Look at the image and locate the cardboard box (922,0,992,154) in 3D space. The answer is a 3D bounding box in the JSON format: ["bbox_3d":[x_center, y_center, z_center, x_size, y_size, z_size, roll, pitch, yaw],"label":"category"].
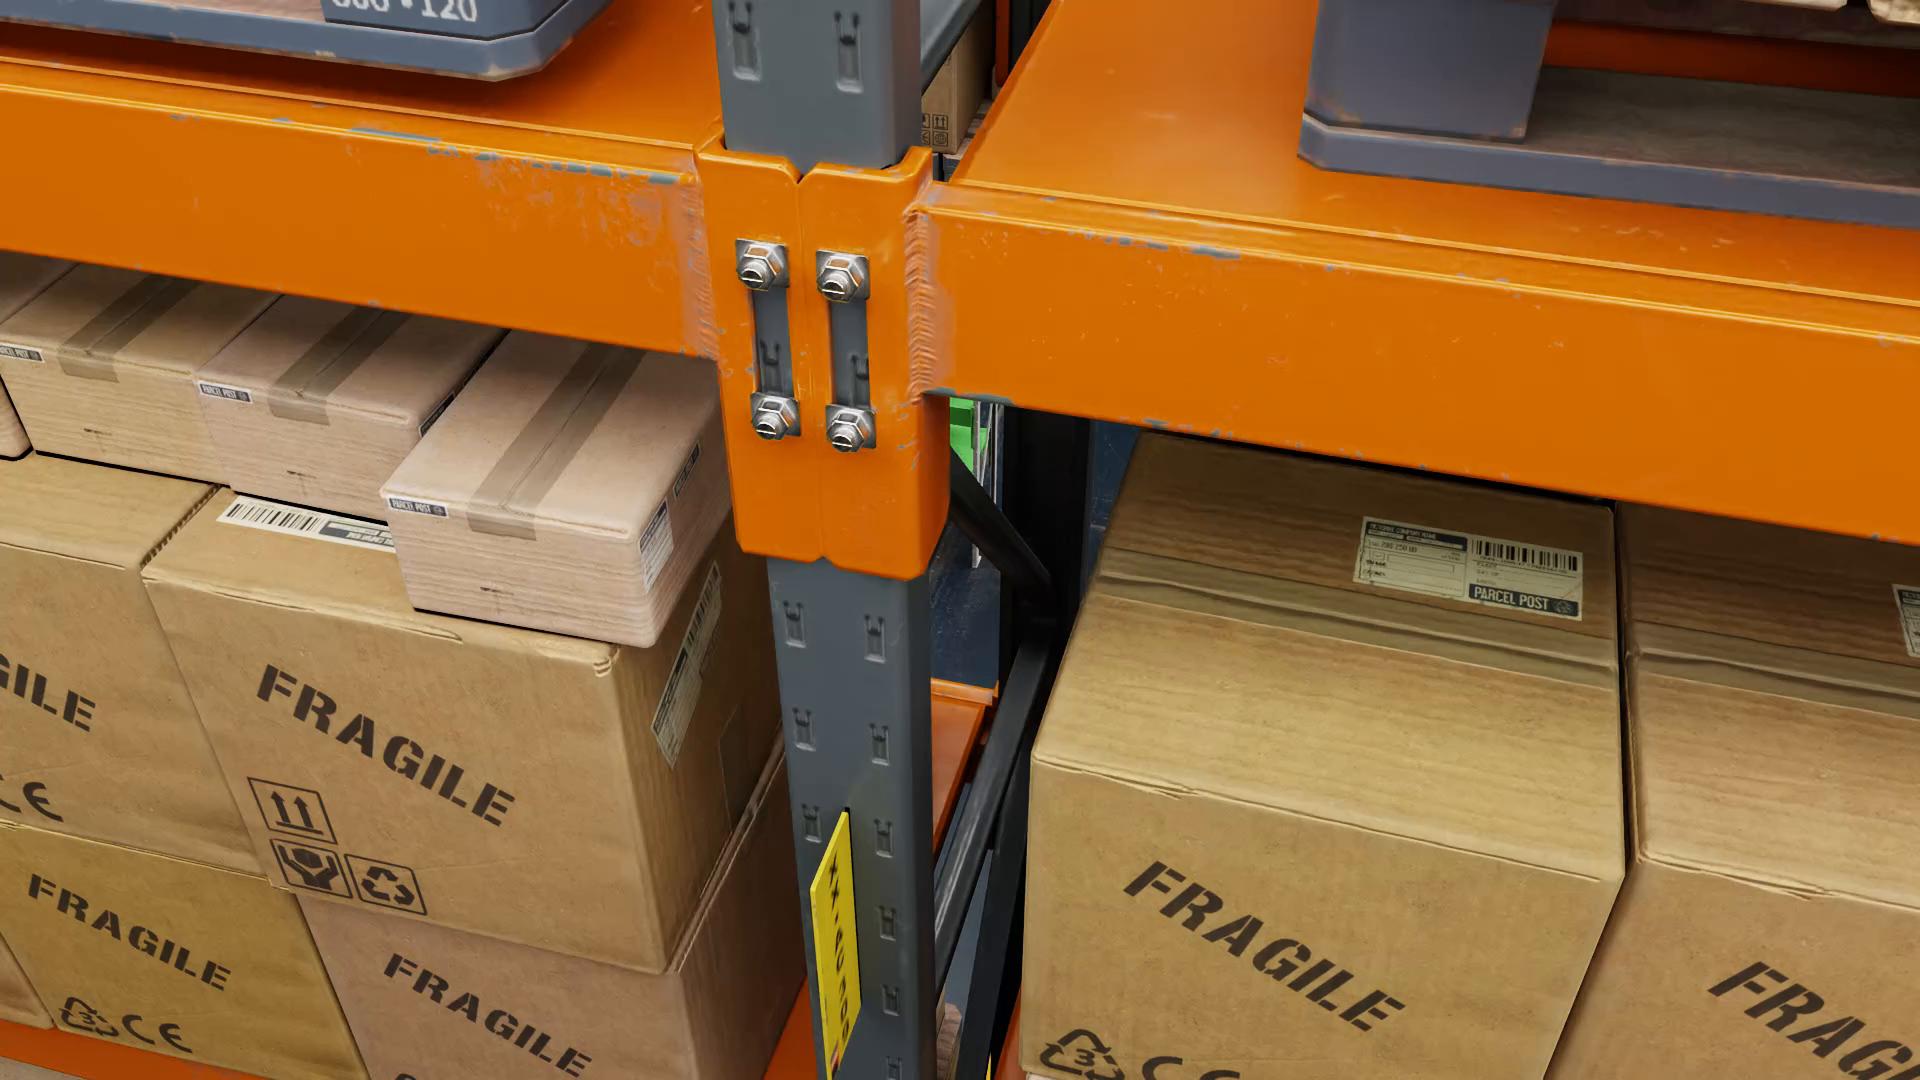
[{"bbox_3d":[-0.182,-2.018,6.938,0.500,0.500,0.700,8,41,10],"label":"cardboard box"}]

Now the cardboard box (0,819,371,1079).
[{"bbox_3d":[-0.995,0.396,2.368,0.500,0.500,0.500,9,41,10],"label":"cardboard box"}]

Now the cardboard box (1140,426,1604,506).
[{"bbox_3d":[0.514,-0.068,2.143,0.500,0.500,0.500,11,41,13],"label":"cardboard box"}]

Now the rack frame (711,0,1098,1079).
[{"bbox_3d":[0.019,0.433,2.402,0.053,2.616,0.949,10,41,11],"label":"rack frame"}]

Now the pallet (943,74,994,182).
[{"bbox_3d":[0.634,-1.696,7.106,1.213,0.211,1.003,10,41,11],"label":"pallet"}]

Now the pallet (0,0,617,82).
[{"bbox_3d":[-0.770,-0.822,1.633,1.213,0.211,1.003,10,41,11],"label":"pallet"}]

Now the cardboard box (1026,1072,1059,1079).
[{"bbox_3d":[0.370,0.549,1.991,0.500,0.250,0.500,9,41,10],"label":"cardboard box"}]

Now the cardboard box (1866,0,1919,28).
[{"bbox_3d":[0.794,-0.586,0.879,0.500,0.500,0.500,9,41,11],"label":"cardboard box"}]

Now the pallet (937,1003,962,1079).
[{"bbox_3d":[-0.696,1.328,3.505,1.213,0.211,1.003,10,41,11],"label":"pallet"}]

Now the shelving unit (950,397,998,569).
[{"bbox_3d":[-0.160,-0.487,4.897,0.503,1.200,0.258,10,41,11],"label":"shelving unit"}]

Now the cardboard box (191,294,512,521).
[{"bbox_3d":[-0.589,-0.199,1.795,0.250,0.149,0.380,11,41,12],"label":"cardboard box"}]

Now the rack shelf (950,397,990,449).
[{"bbox_3d":[-0.160,-0.438,4.938,0.480,0.148,0.258,10,41,11],"label":"rack shelf"}]

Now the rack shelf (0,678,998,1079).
[{"bbox_3d":[-1.914,0.378,3.027,4.000,0.370,1.077,10,41,11],"label":"rack shelf"}]

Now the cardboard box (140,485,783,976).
[{"bbox_3d":[-0.509,0.107,1.935,0.500,0.500,0.500,9,41,11],"label":"cardboard box"}]

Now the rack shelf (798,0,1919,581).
[{"bbox_3d":[1.950,-0.106,1.270,4.000,0.370,1.077,10,41,11],"label":"rack shelf"}]

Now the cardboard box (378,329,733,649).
[{"bbox_3d":[4.248,-0.270,3.668,8.416,2.449,5.789,9,41,11],"label":"cardboard box"}]

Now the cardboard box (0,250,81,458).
[{"bbox_3d":[-1.076,-0.278,1.889,0.250,0.149,0.380,9,41,11],"label":"cardboard box"}]

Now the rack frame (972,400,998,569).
[{"bbox_3d":[0.076,-0.446,4.849,0.015,1.200,0.240,10,41,11],"label":"rack frame"}]

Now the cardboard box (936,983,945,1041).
[{"bbox_3d":[-0.561,1.084,3.292,0.875,0.438,0.875,9,41,11],"label":"cardboard box"}]

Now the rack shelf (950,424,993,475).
[{"bbox_3d":[-0.160,-0.254,5.092,0.480,0.148,0.258,10,41,11],"label":"rack shelf"}]

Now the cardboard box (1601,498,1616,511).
[{"bbox_3d":[1.016,0.014,2.046,0.500,0.500,0.500,11,41,12],"label":"cardboard box"}]

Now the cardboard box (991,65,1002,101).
[{"bbox_3d":[0.301,-2.047,7.245,0.250,0.149,0.380,9,41,11],"label":"cardboard box"}]

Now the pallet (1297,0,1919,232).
[{"bbox_3d":[0.916,-0.519,1.351,1.217,0.209,0.805,8,41,10],"label":"pallet"}]

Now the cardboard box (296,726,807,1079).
[{"bbox_3d":[-0.496,0.478,2.270,0.500,0.500,0.500,10,41,12],"label":"cardboard box"}]

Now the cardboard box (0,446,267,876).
[{"bbox_3d":[-0.997,0.018,2.041,0.500,0.500,0.500,9,41,11],"label":"cardboard box"}]

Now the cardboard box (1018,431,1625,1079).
[{"bbox_3d":[0.369,0.266,1.746,0.500,0.500,0.500,10,41,12],"label":"cardboard box"}]
